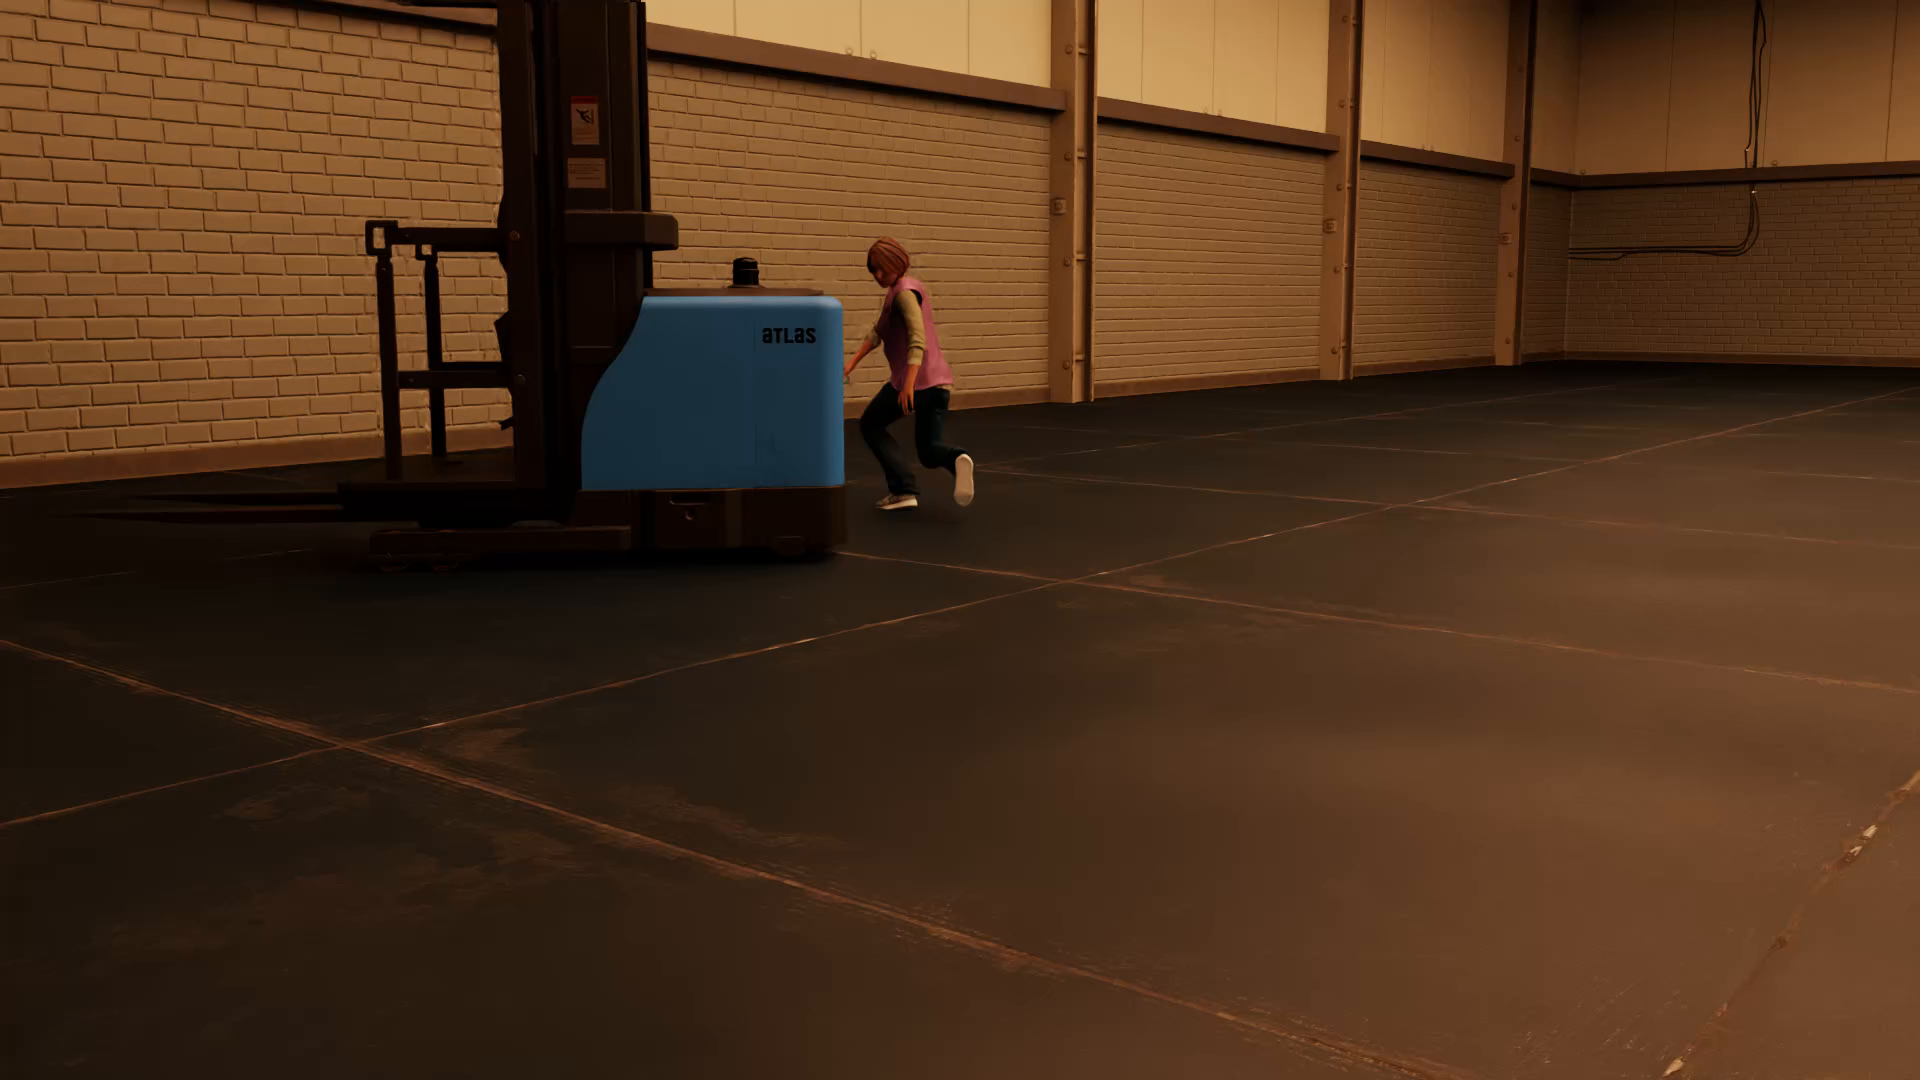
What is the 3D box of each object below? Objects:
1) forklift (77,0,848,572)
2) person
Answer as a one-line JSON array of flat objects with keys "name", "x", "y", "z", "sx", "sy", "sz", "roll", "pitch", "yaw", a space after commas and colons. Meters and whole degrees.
[{"name": "forklift", "x": -2.019, "y": -1.405, "z": 6.884, "sx": 3.031, "sy": 2.935, "sz": 1.130, "roll": -1, "pitch": 8, "yaw": -7}, {"name": "person", "x": -0.254, "y": -0.795, "z": 8.276, "sx": 0.809, "sy": 1.371, "sz": 0.539, "roll": 6, "pitch": 10, "yaw": 34}]
